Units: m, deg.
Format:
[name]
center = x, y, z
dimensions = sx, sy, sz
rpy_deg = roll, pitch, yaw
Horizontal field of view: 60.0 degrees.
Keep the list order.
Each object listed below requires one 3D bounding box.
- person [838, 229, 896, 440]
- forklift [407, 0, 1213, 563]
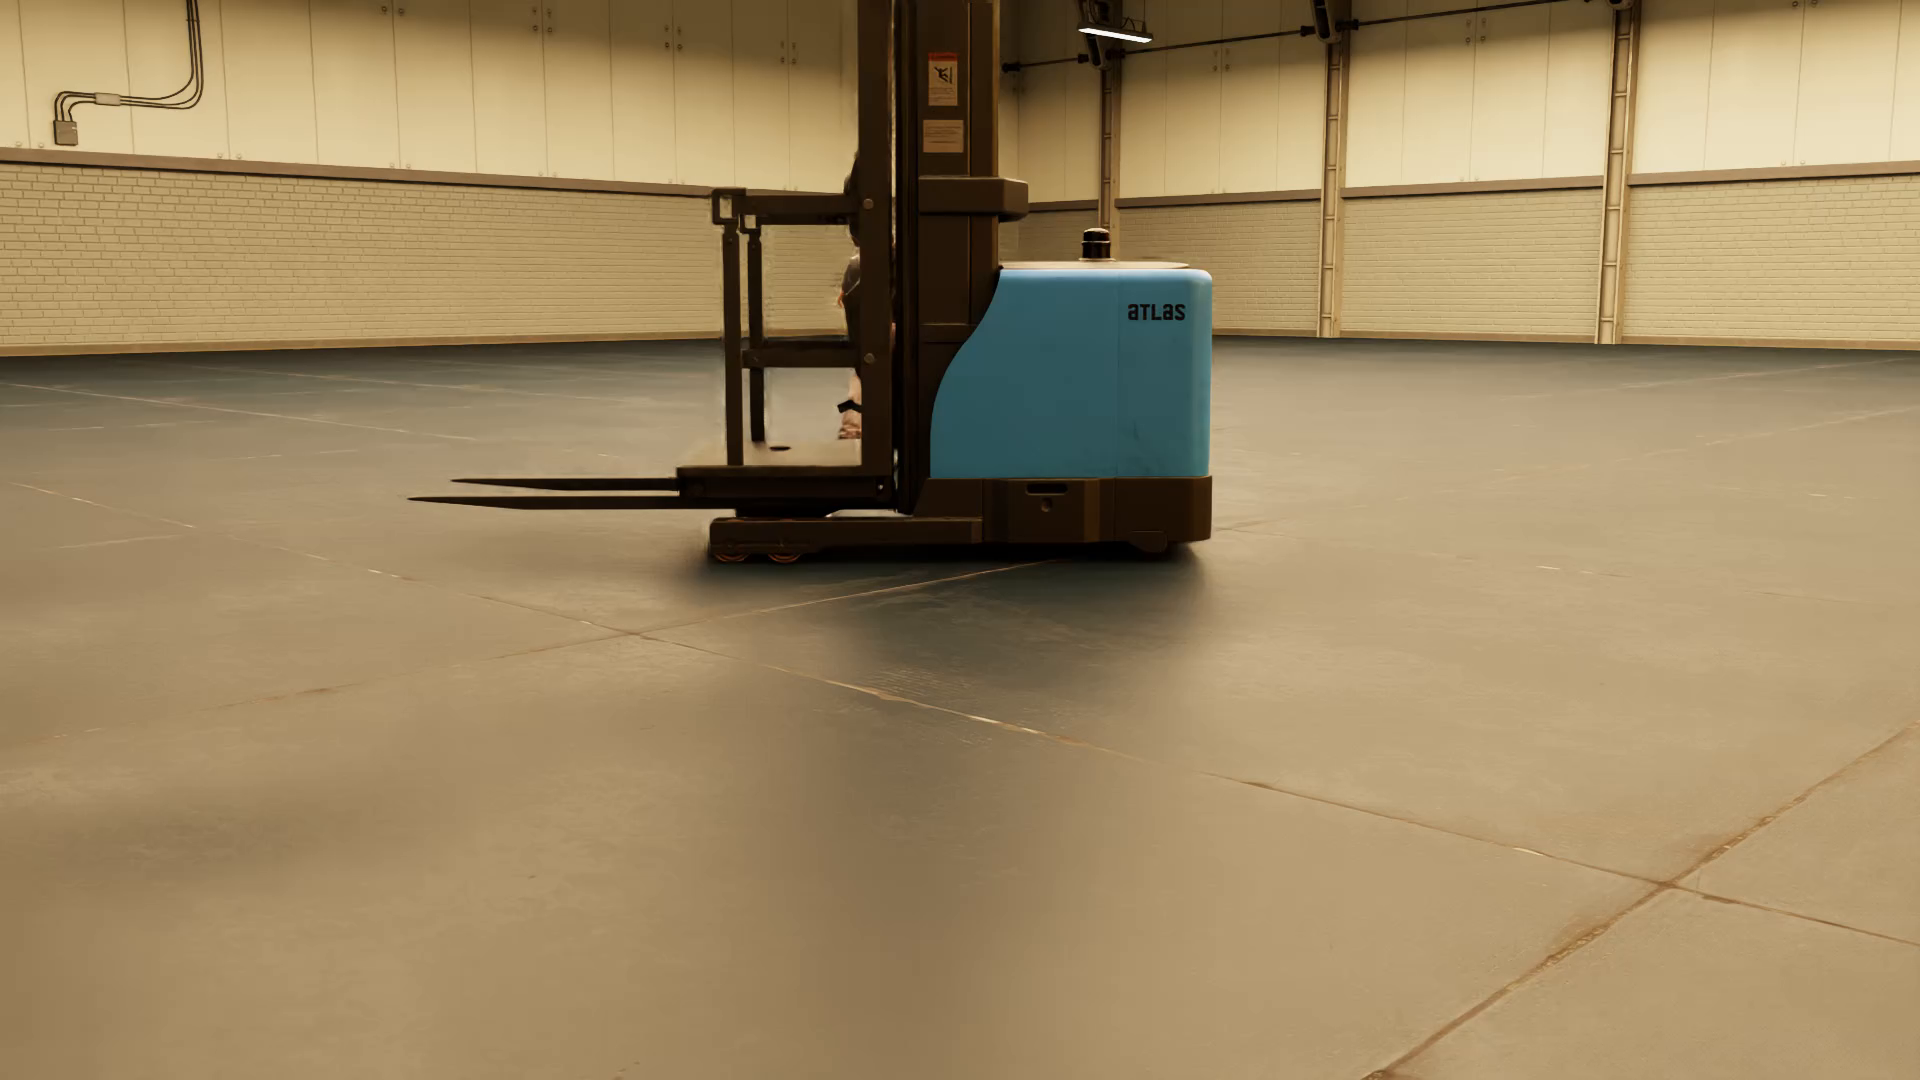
[person]
center = -0.171, -1.172, 9.609
dimensions = 1.079, 1.670, 0.552
rpy_deg = 0, 9, -2
[forklift]
center = -0.581, -1.443, 6.458
dimensions = 3.031, 2.935, 1.130
rpy_deg = 0, 9, -2
